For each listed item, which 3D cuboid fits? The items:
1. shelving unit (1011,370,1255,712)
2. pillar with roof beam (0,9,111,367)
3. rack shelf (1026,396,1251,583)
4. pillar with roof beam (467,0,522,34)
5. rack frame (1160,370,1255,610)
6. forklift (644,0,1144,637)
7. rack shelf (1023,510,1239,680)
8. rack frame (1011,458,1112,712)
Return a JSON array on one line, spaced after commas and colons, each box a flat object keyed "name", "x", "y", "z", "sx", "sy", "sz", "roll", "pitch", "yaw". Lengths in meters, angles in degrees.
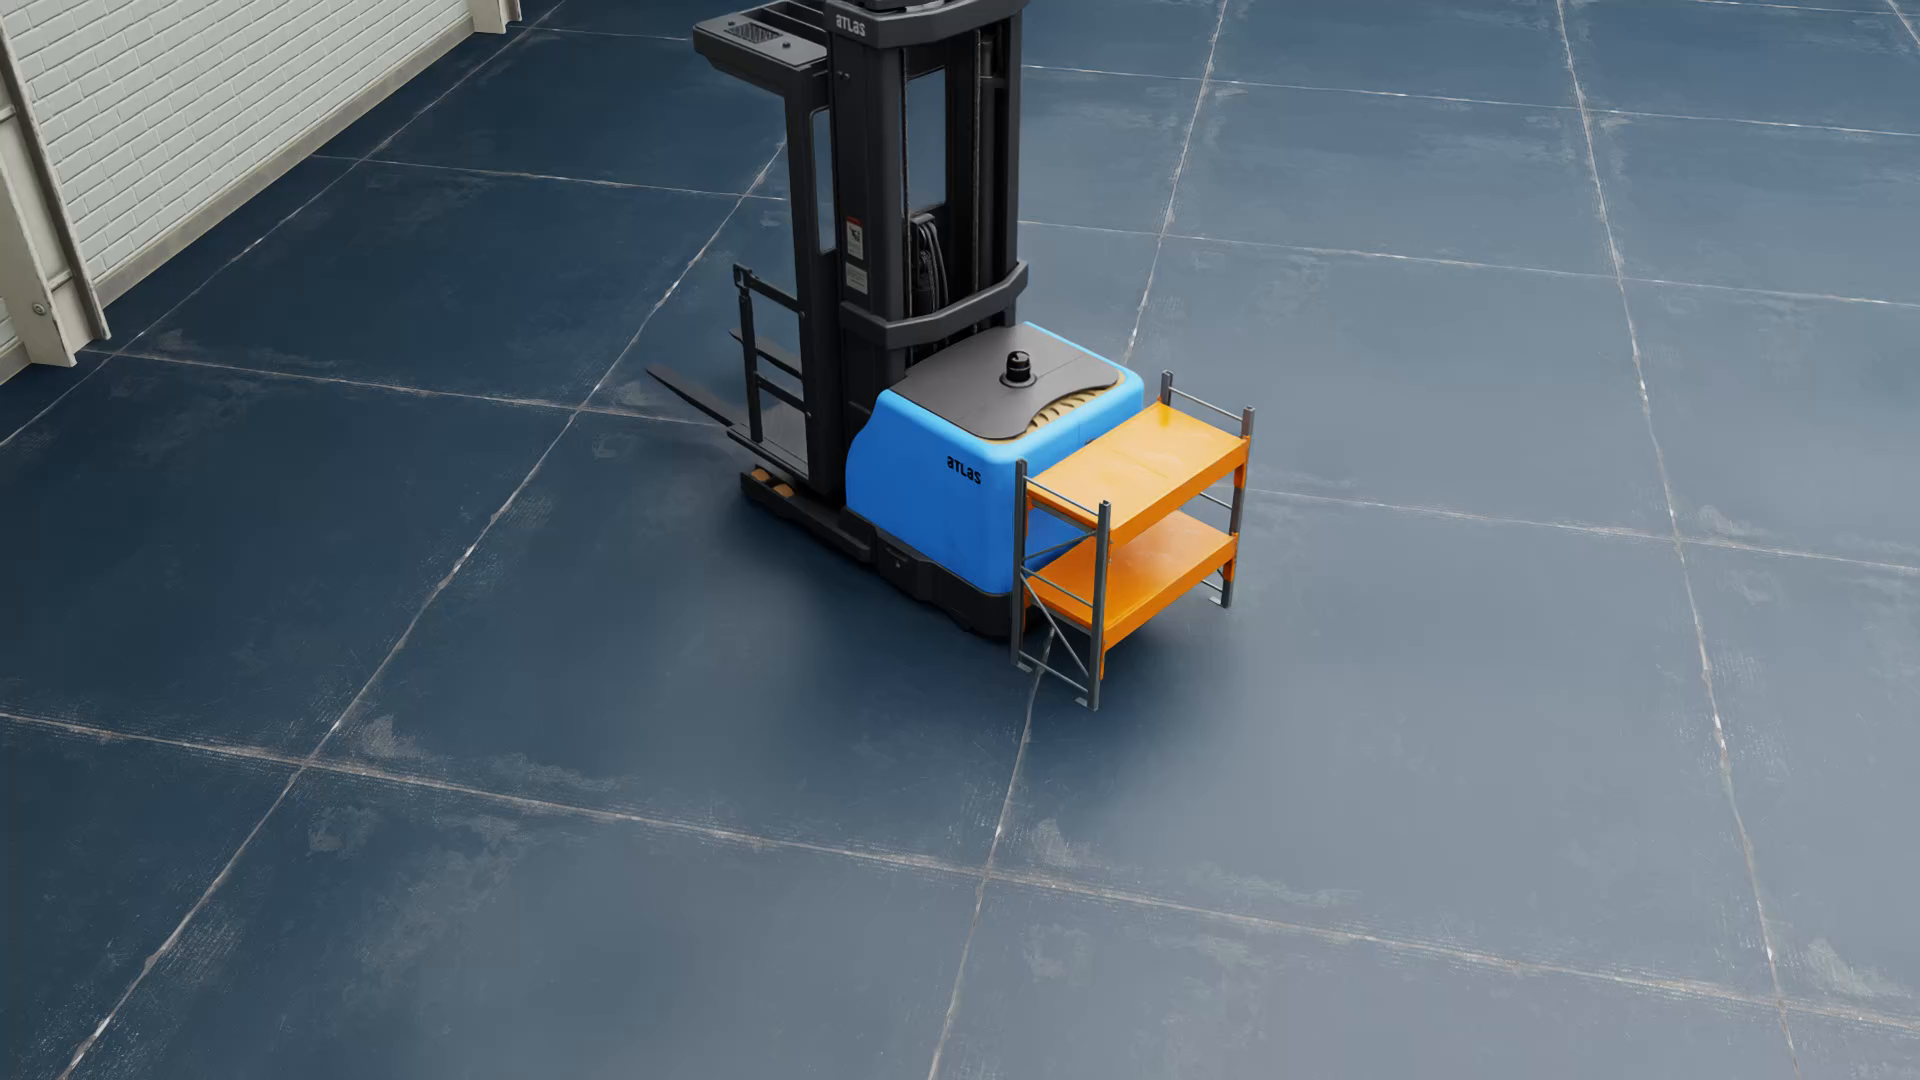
[{"name": "shelving unit", "x": 0.777, "y": -0.007, "z": 7.572, "sx": 0.538, "sy": 1.125, "sz": 1.048, "roll": 29, "pitch": 45, "yaw": 34}, {"name": "pillar with roof beam", "x": -1.218, "y": -4.270, "z": 6.744, "sx": 9.100, "sy": 9.000, "sz": 0.400, "roll": 7, "pitch": 37, "yaw": 10}, {"name": "rack shelf", "x": 0.777, "y": -0.244, "z": 7.400, "sx": 0.538, "sy": 0.278, "sz": 1.000, "roll": 29, "pitch": 45, "yaw": 34}, {"name": "pillar with roof beam", "x": 0.064, "y": -7.710, "z": 11.490, "sx": 9.100, "sy": 9.000, "sz": 0.400, "roll": 7, "pitch": 37, "yaw": 10}, {"name": "rack frame", "x": 1.124, "y": -0.225, "z": 7.872, "sx": 0.500, "sy": 1.125, "sz": 0.032, "roll": 29, "pitch": 45, "yaw": 34}, {"name": "forklift", "x": -0.511, "y": -1.501, "z": 8.094, "sx": 1.130, "sy": 2.935, "sz": 3.031, "roll": -30, "pitch": 45, "yaw": -34}, {"name": "rack shelf", "x": 0.777, "y": 0.191, "z": 7.715, "sx": 0.538, "sy": 0.278, "sz": 1.000, "roll": 29, "pitch": 45, "yaw": 34}, {"name": "rack frame", "x": 0.429, "y": 0.210, "z": 7.272, "sx": 0.500, "sy": 1.125, "sz": 0.032, "roll": 29, "pitch": 45, "yaw": 34}]
